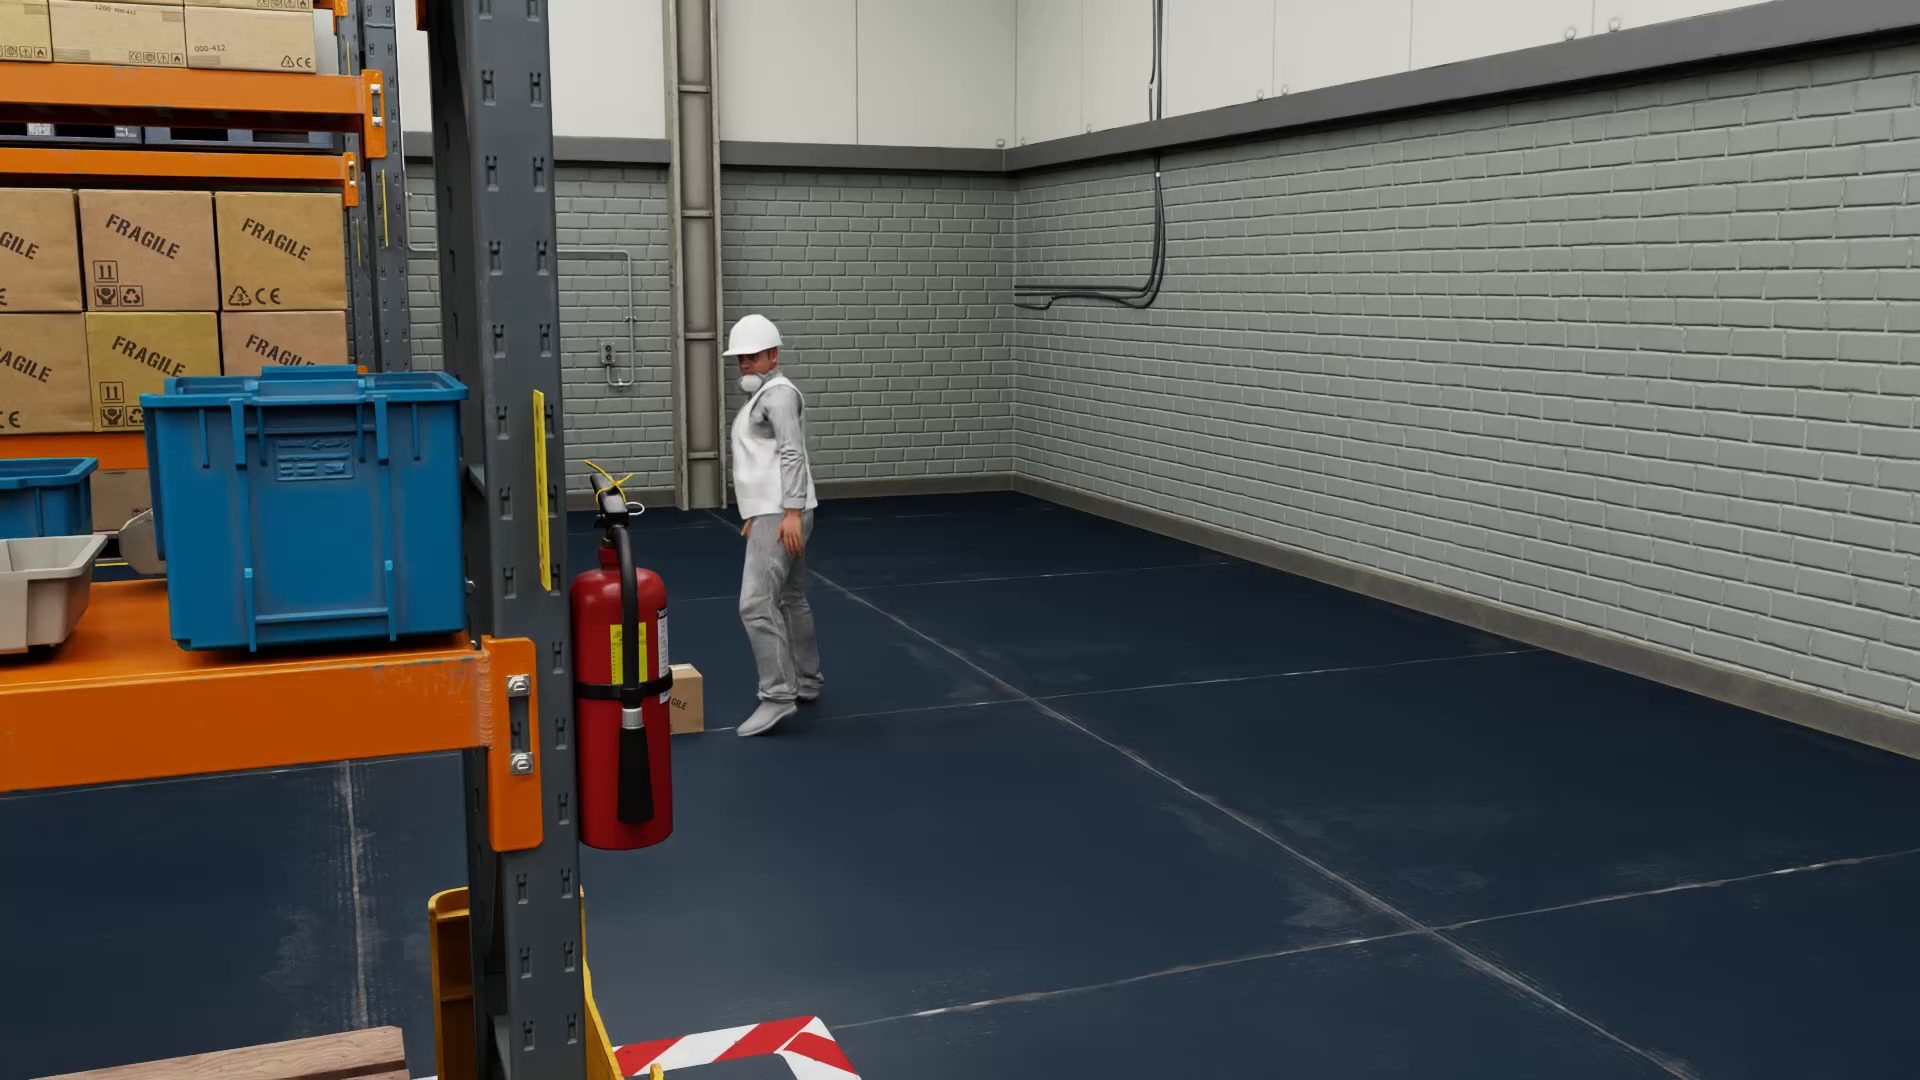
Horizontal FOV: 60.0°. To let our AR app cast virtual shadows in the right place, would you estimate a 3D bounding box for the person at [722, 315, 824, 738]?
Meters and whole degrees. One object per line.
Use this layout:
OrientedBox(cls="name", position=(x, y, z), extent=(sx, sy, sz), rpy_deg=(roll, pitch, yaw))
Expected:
OrientedBox(cls="person", position=(-0.816, -0.089, 7.334), extent=(0.430, 1.792, 0.729), rpy_deg=(-1, 9, -7))
